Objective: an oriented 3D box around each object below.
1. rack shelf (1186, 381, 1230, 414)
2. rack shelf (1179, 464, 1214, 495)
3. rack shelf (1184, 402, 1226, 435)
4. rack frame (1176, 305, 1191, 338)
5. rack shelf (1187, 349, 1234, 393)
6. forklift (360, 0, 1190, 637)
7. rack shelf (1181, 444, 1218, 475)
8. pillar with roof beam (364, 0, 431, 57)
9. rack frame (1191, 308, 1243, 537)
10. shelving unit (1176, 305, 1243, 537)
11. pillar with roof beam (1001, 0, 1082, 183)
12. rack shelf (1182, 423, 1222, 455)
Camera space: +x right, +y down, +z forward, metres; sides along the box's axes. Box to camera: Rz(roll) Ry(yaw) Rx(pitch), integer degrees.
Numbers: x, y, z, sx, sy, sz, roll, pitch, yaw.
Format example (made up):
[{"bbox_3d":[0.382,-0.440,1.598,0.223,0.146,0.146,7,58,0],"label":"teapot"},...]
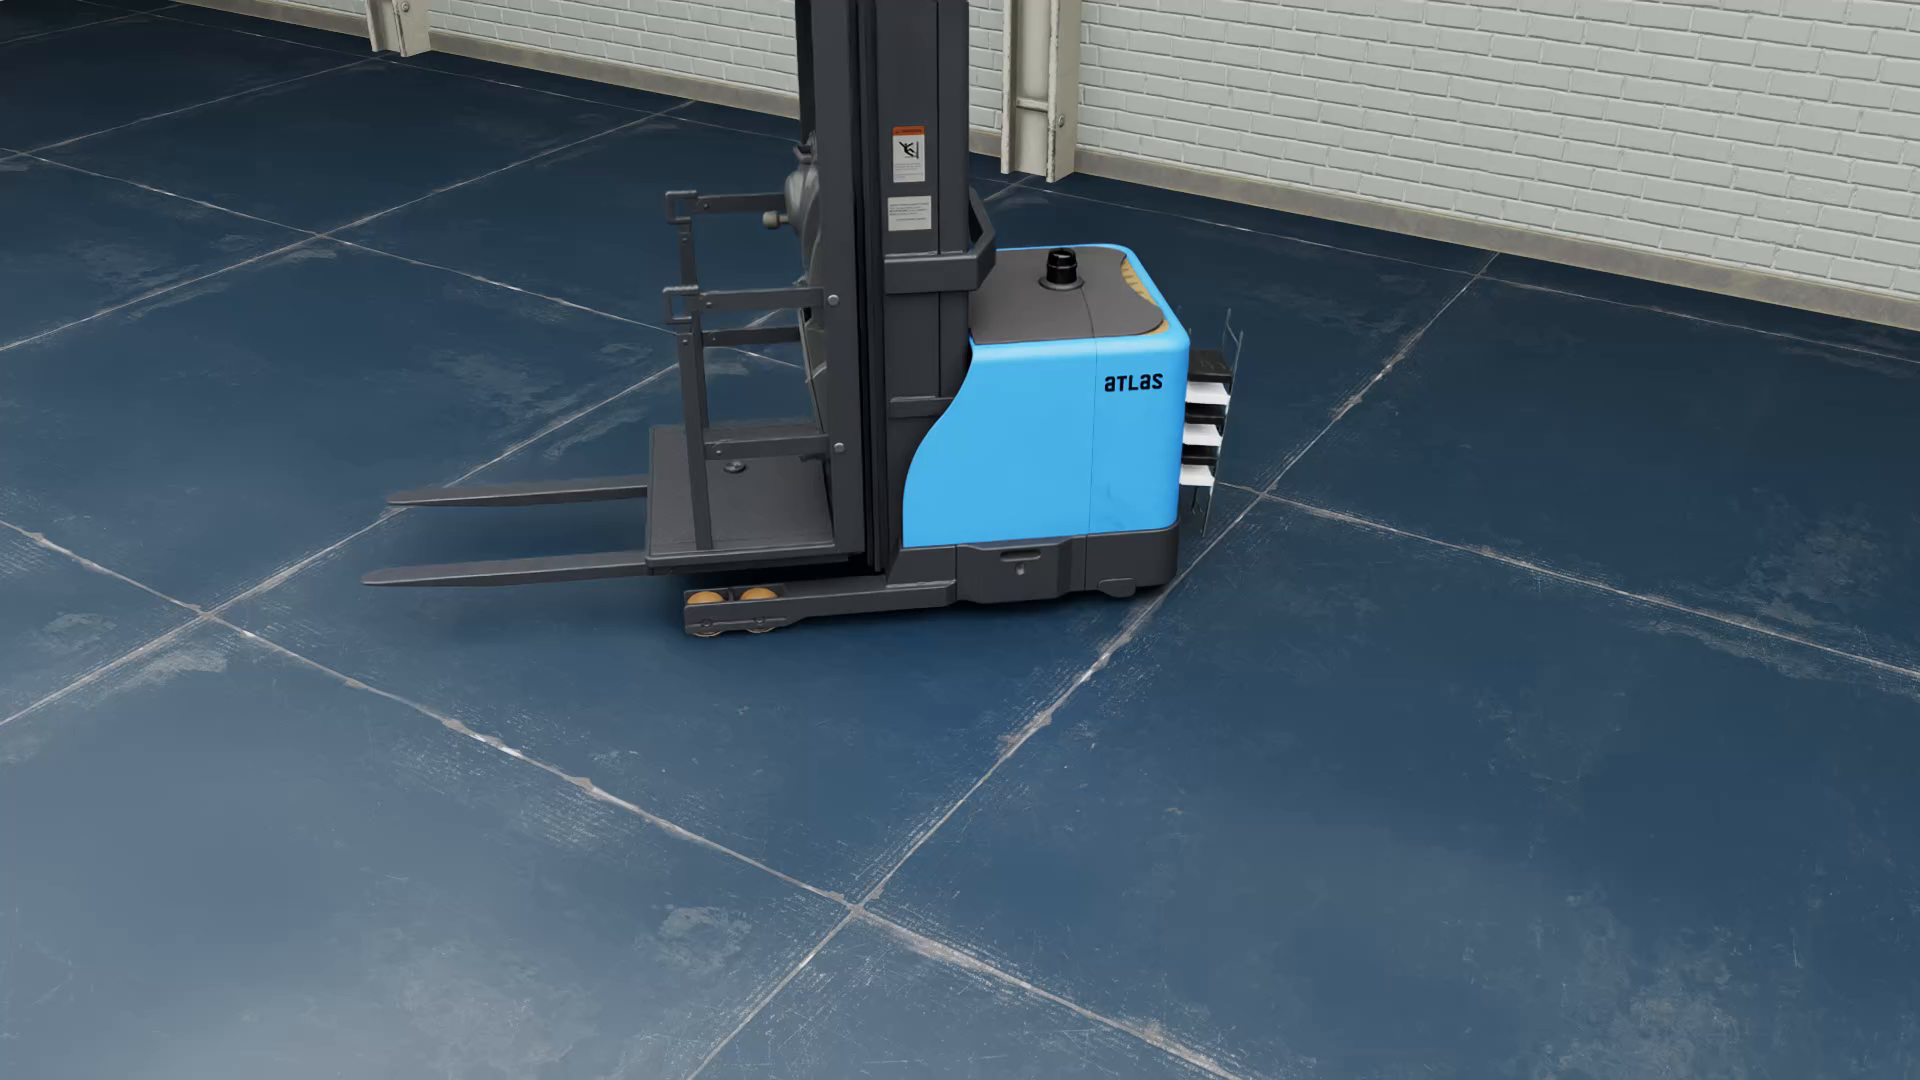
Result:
[{"bbox_3d":[0.936,-0.592,6.565,0.200,0.077,0.258,2,30,-6],"label":"rack shelf"},{"bbox_3d":[0.903,-0.281,6.744,0.200,0.077,0.258,2,30,-6],"label":"rack shelf"},{"bbox_3d":[0.928,-0.514,6.610,0.200,0.077,0.258,2,30,-6],"label":"rack shelf"},{"bbox_3d":[0.822,-0.469,6.627,0.006,0.900,0.240,2,30,-6],"label":"rack frame"},{"bbox_3d":[0.945,-0.669,6.521,0.200,0.077,0.258,2,30,-6],"label":"rack shelf"},{"bbox_3d":[-0.728,-1.192,5.884,3.031,2.935,1.130,-4,31,-7],"label":"forklift"},{"bbox_3d":[0.911,-0.359,6.699,0.200,0.077,0.258,2,30,-6],"label":"rack shelf"},{"bbox_3d":[-6.858,-6.071,8.227,0.400,9.000,9.100,18,35,27],"label":"pillar with roof beam"},{"bbox_3d":[1.024,-0.461,6.649,0.006,0.900,0.240,2,30,-6],"label":"rack frame"},{"bbox_3d":[0.923,-0.465,6.638,0.210,0.900,0.258,2,30,-6],"label":"shelving unit"},{"bbox_3d":[-1.776,-4.464,5.472,0.400,9.000,9.100,18,35,27],"label":"pillar with roof beam"},{"bbox_3d":[0.920,-0.436,6.655,0.200,0.077,0.258,2,30,-6],"label":"rack shelf"}]
